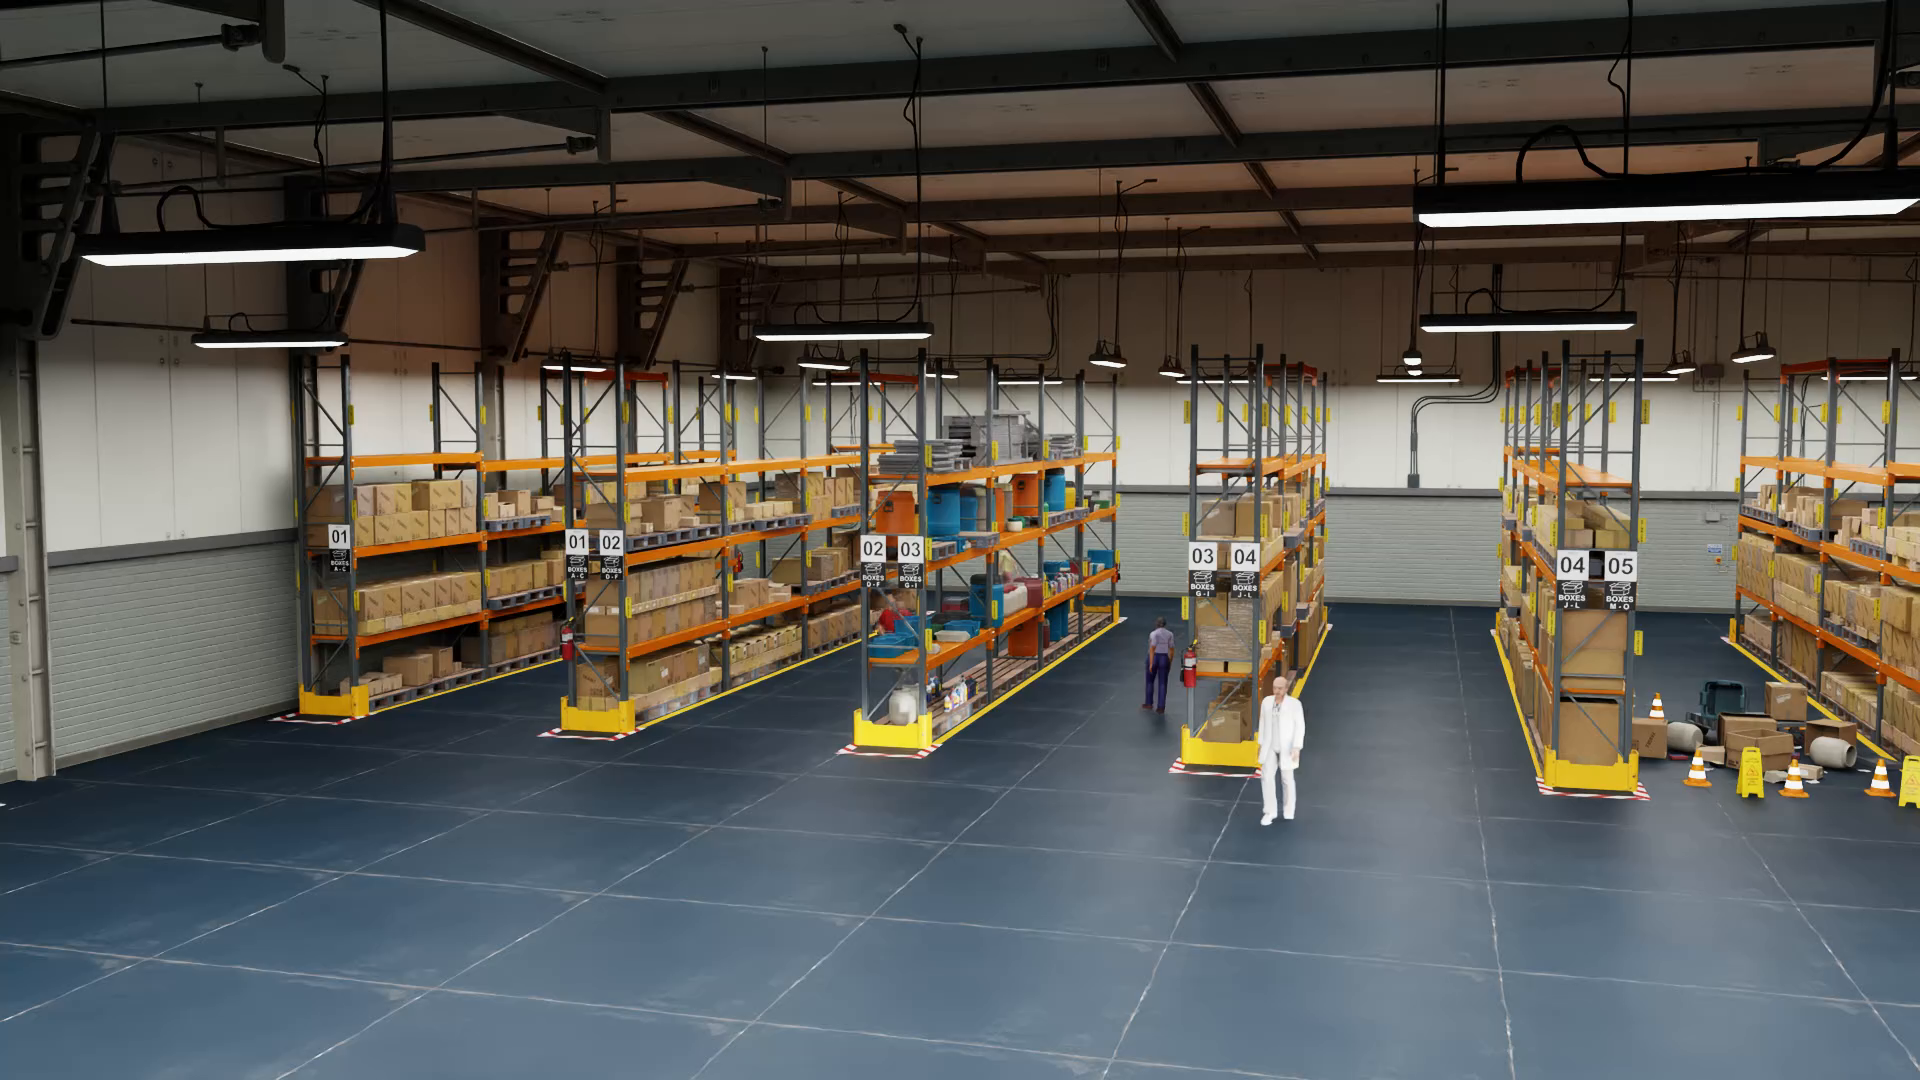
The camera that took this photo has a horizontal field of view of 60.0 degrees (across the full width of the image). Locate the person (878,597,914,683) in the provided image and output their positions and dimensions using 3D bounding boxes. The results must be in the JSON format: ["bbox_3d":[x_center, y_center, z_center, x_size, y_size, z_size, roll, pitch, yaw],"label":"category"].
[{"bbox_3d":[-1.135,1.816,30.344,0.671,1.596,0.737,2,5,26],"label":"person"}]

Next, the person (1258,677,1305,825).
[{"bbox_3d":[3.944,2.596,20.517,0.649,1.828,0.649,3,5,33],"label":"person"}]

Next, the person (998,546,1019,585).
[{"bbox_3d":[1.302,0.845,44.543,1.051,1.620,0.425,2,5,26],"label":"person"}]

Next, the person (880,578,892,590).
[{"bbox_3d":[-2.091,0.804,45.153,0.428,1.589,0.451,-3,5,-33],"label":"person"}]

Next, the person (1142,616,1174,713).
[{"bbox_3d":[3.380,2.081,28.080,0.488,1.604,0.835,0,4,2],"label":"person"}]
